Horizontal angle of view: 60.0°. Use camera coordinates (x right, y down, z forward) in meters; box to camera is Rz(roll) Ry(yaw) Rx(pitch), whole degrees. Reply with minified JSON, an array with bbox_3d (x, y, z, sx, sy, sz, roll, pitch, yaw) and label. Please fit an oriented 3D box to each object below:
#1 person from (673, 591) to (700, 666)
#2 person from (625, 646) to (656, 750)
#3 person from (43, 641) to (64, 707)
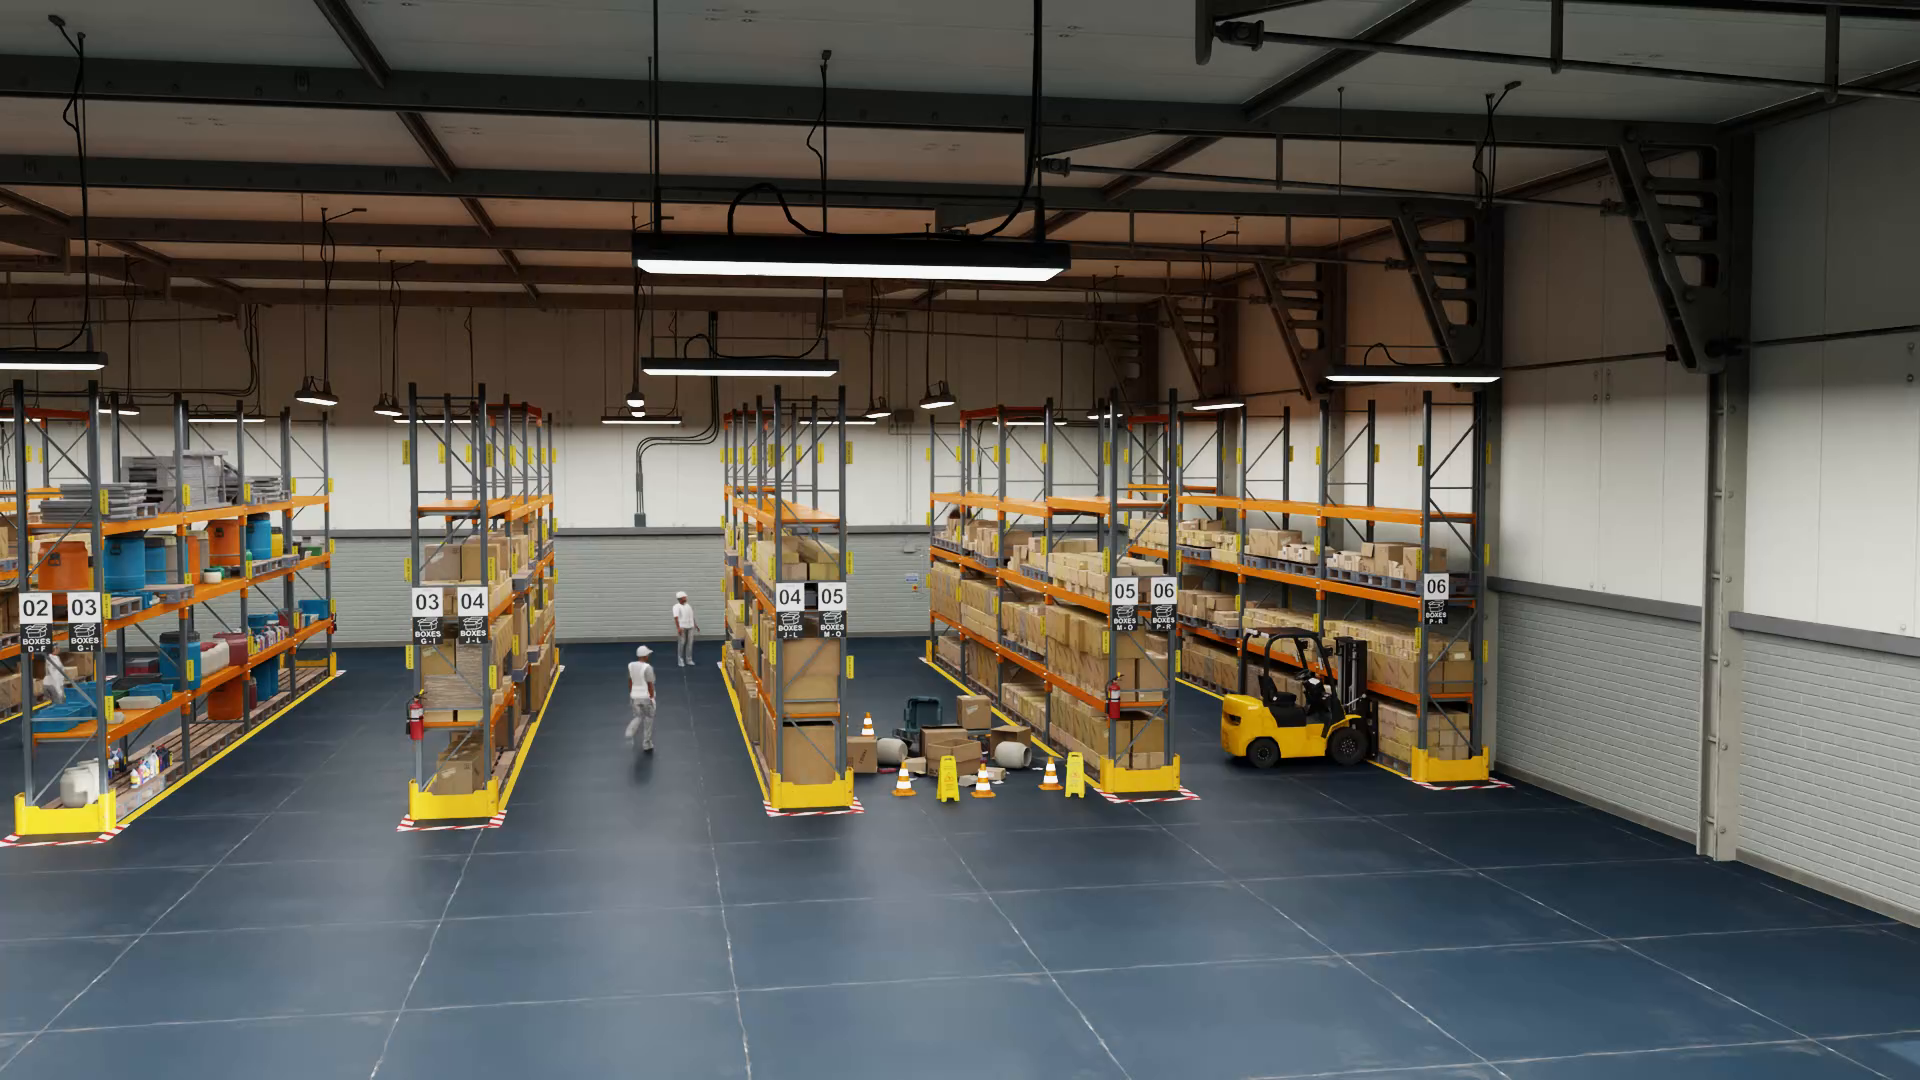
[{"bbox_3d":[-6.562,2.120,39.874,0.631,1.781,0.516,-3,4,-42],"label":"person"},{"bbox_3d":[-5.404,2.675,28.149,0.557,1.777,0.669,1,3,22],"label":"person"},{"bbox_3d":[-16.246,2.638,29.766,0.479,1.682,0.473,2,3,29],"label":"person"}]
